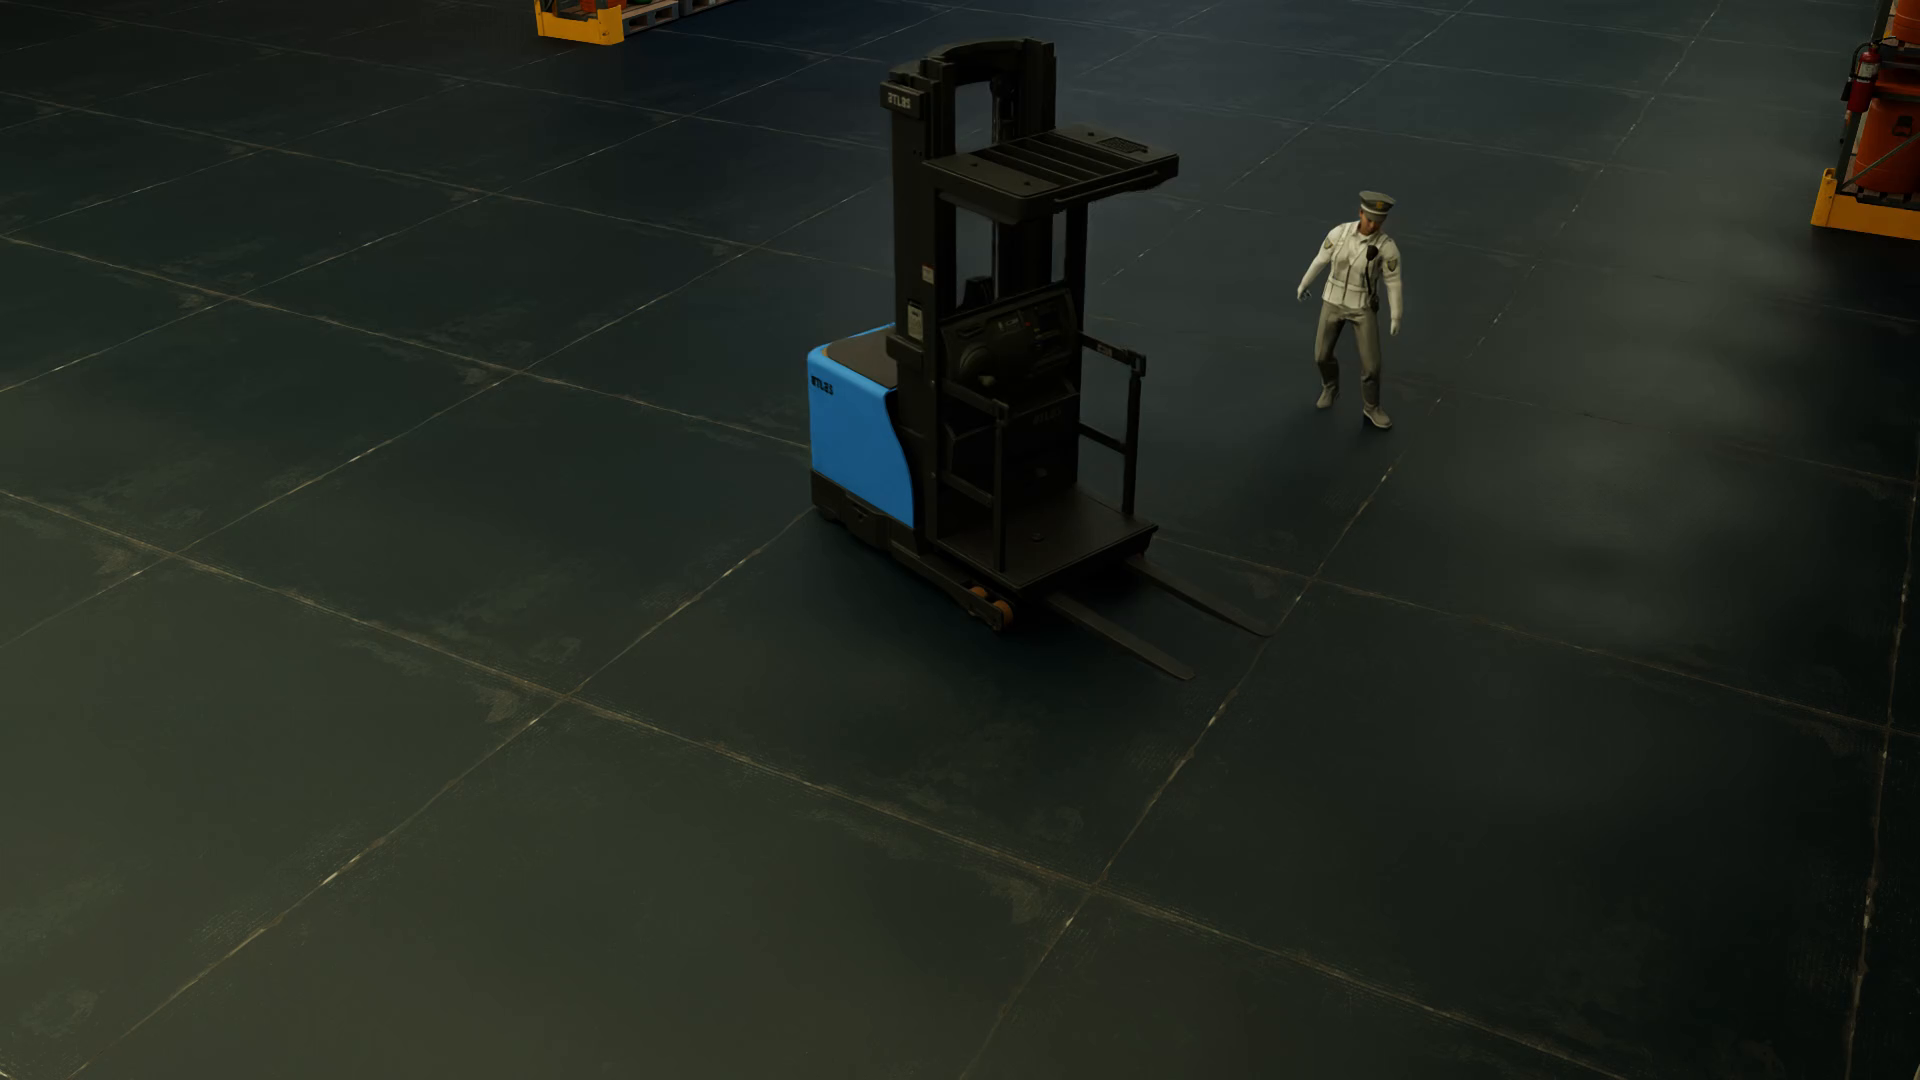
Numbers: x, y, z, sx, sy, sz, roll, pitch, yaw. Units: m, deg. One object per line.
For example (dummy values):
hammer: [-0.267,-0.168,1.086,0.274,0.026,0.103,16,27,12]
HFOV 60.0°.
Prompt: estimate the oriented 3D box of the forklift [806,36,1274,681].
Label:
forklift: [0.415,-1.056,8.900,1.130,2.935,3.031,-23,37,-34]

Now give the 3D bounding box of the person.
person: [2.642,-1.578,11.191,0.813,1.648,0.452,20,35,30]
